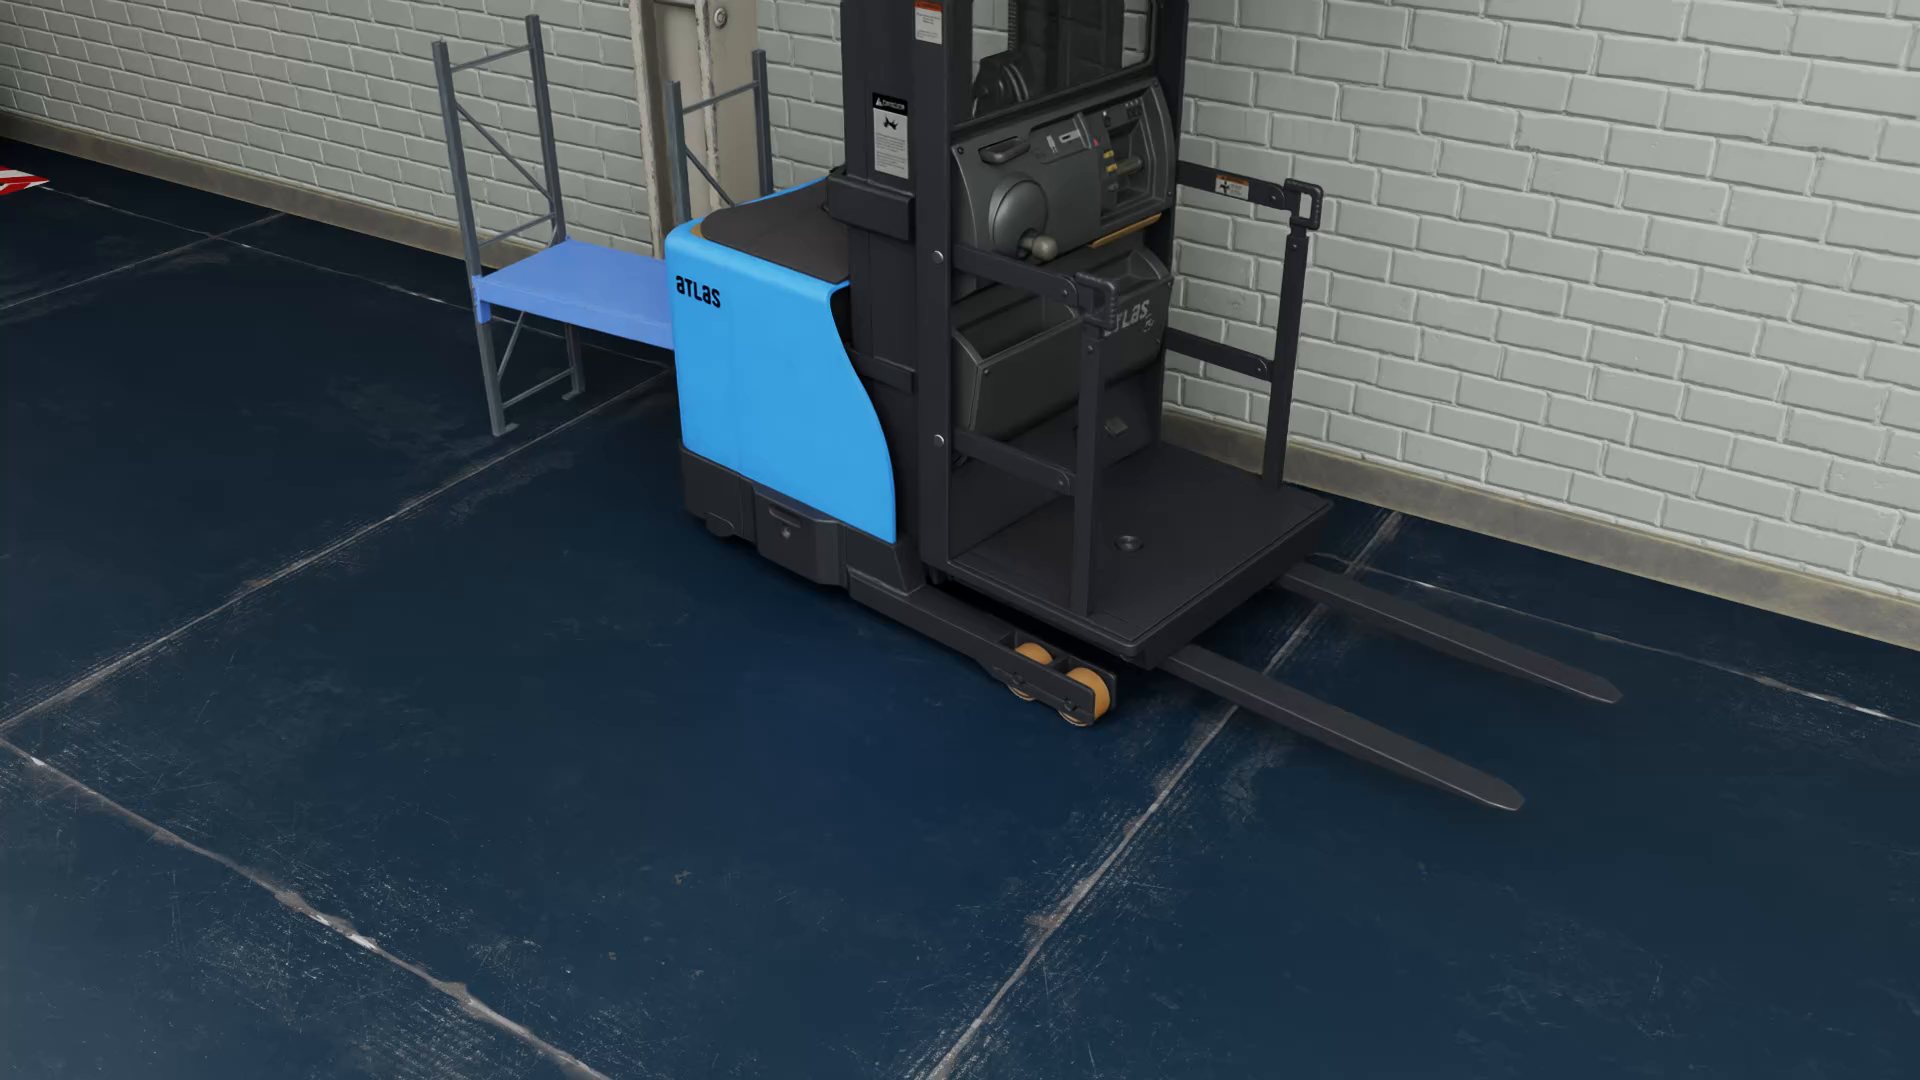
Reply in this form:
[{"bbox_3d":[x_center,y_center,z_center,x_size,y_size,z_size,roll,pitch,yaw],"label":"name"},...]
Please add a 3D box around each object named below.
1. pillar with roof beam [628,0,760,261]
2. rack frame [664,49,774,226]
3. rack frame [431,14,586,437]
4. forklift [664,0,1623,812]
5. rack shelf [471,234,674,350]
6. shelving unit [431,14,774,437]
[{"bbox_3d":[-3.335,-2.907,1.803,0.400,9.000,9.100,18,35,27],"label":"pillar with roof beam"},{"bbox_3d":[-0.794,-0.898,5.801,0.032,1.500,0.500,16,34,26],"label":"rack frame"},{"bbox_3d":[-1.671,-1.158,6.246,0.032,1.500,0.500,16,34,26],"label":"rack frame"},{"bbox_3d":[0.471,-1.027,4.601,3.031,2.935,1.130,24,38,35],"label":"forklift"},{"bbox_3d":[-1.233,-0.873,6.114,1.000,0.185,0.538,16,34,26],"label":"rack shelf"},{"bbox_3d":[-1.233,-1.028,6.024,1.048,1.500,0.538,16,34,26],"label":"shelving unit"}]
